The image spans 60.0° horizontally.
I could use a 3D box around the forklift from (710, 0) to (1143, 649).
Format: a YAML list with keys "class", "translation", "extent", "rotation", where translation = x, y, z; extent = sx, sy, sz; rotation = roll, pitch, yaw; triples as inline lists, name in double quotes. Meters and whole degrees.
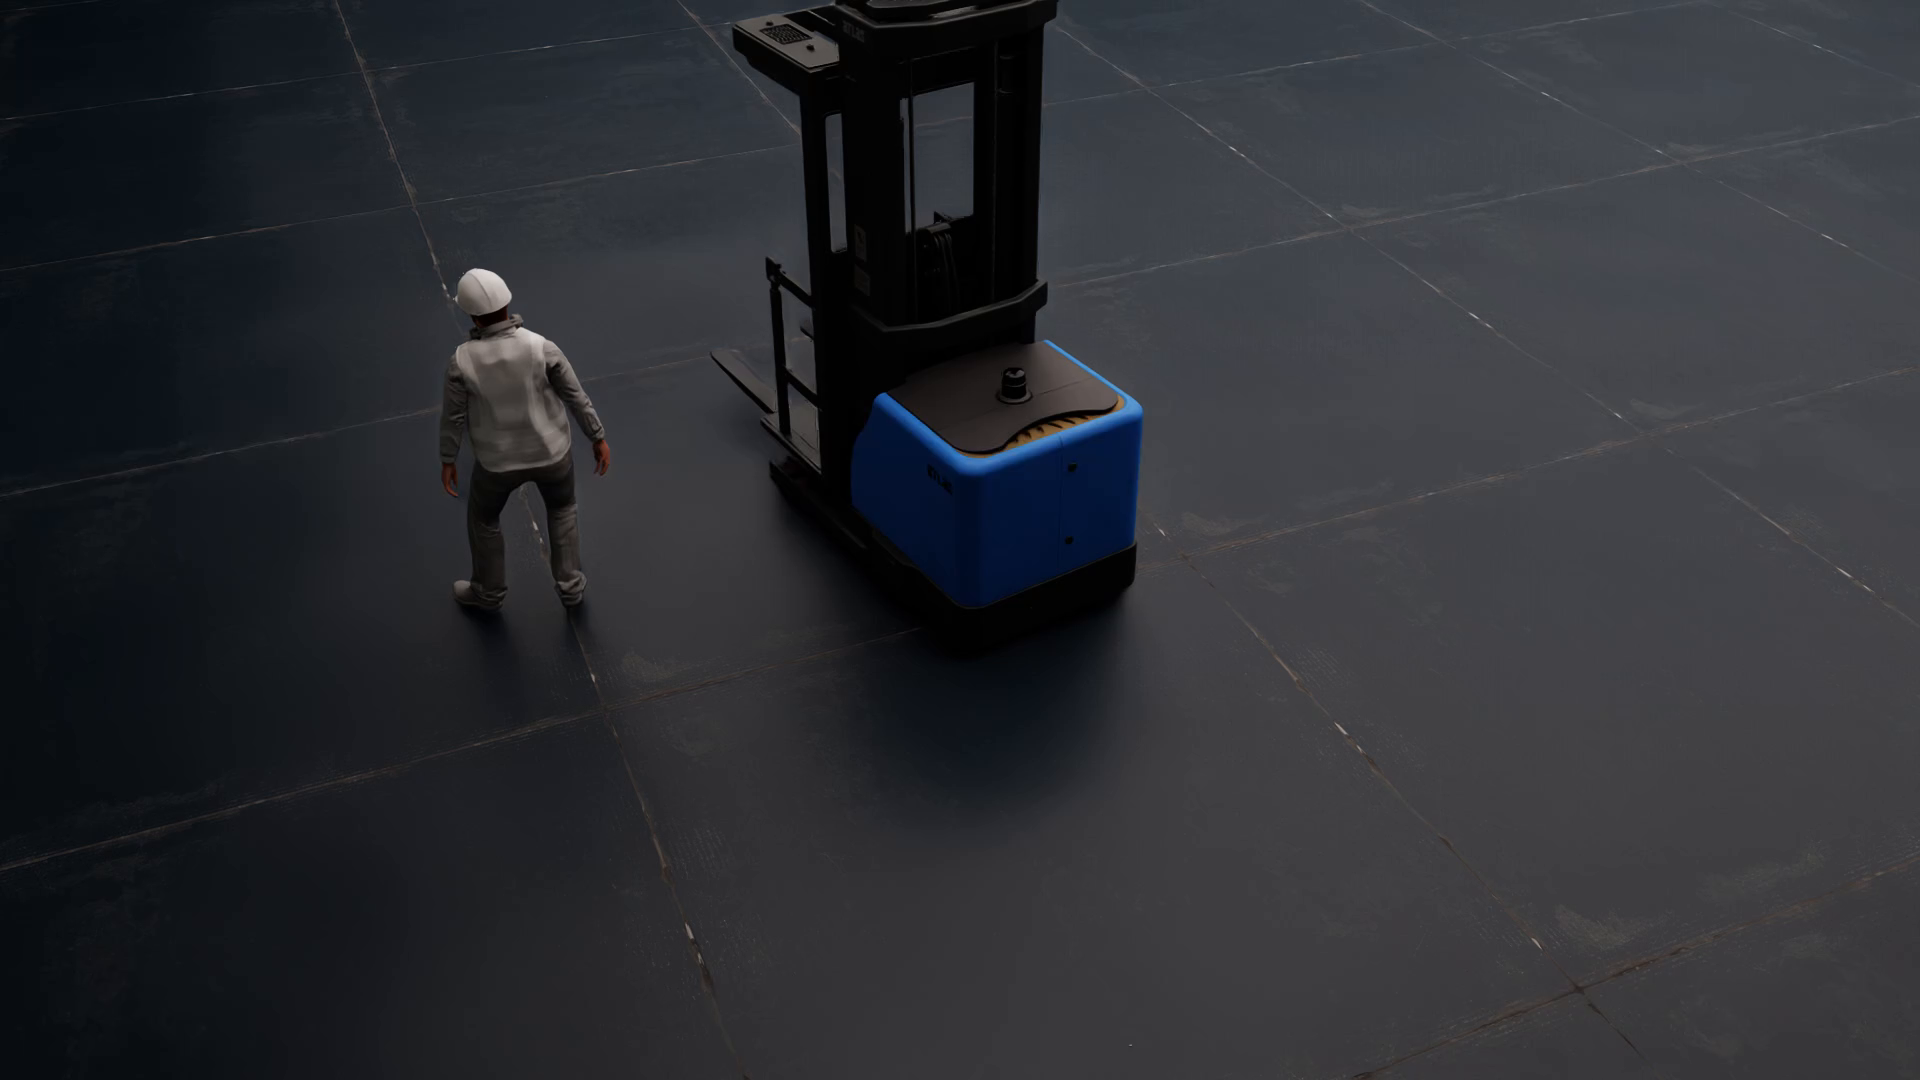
- class: "forklift"
  translation: [-0.366, -1.500, 8.208]
  extent: [1.130, 2.935, 3.031]
  rotation: [-21, 40, -27]

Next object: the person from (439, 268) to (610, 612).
- class: "person"
  translation: [-2.055, -0.433, 7.673]
  extent: [0.844, 1.736, 0.435]
  rotation: [-9, 36, -13]
